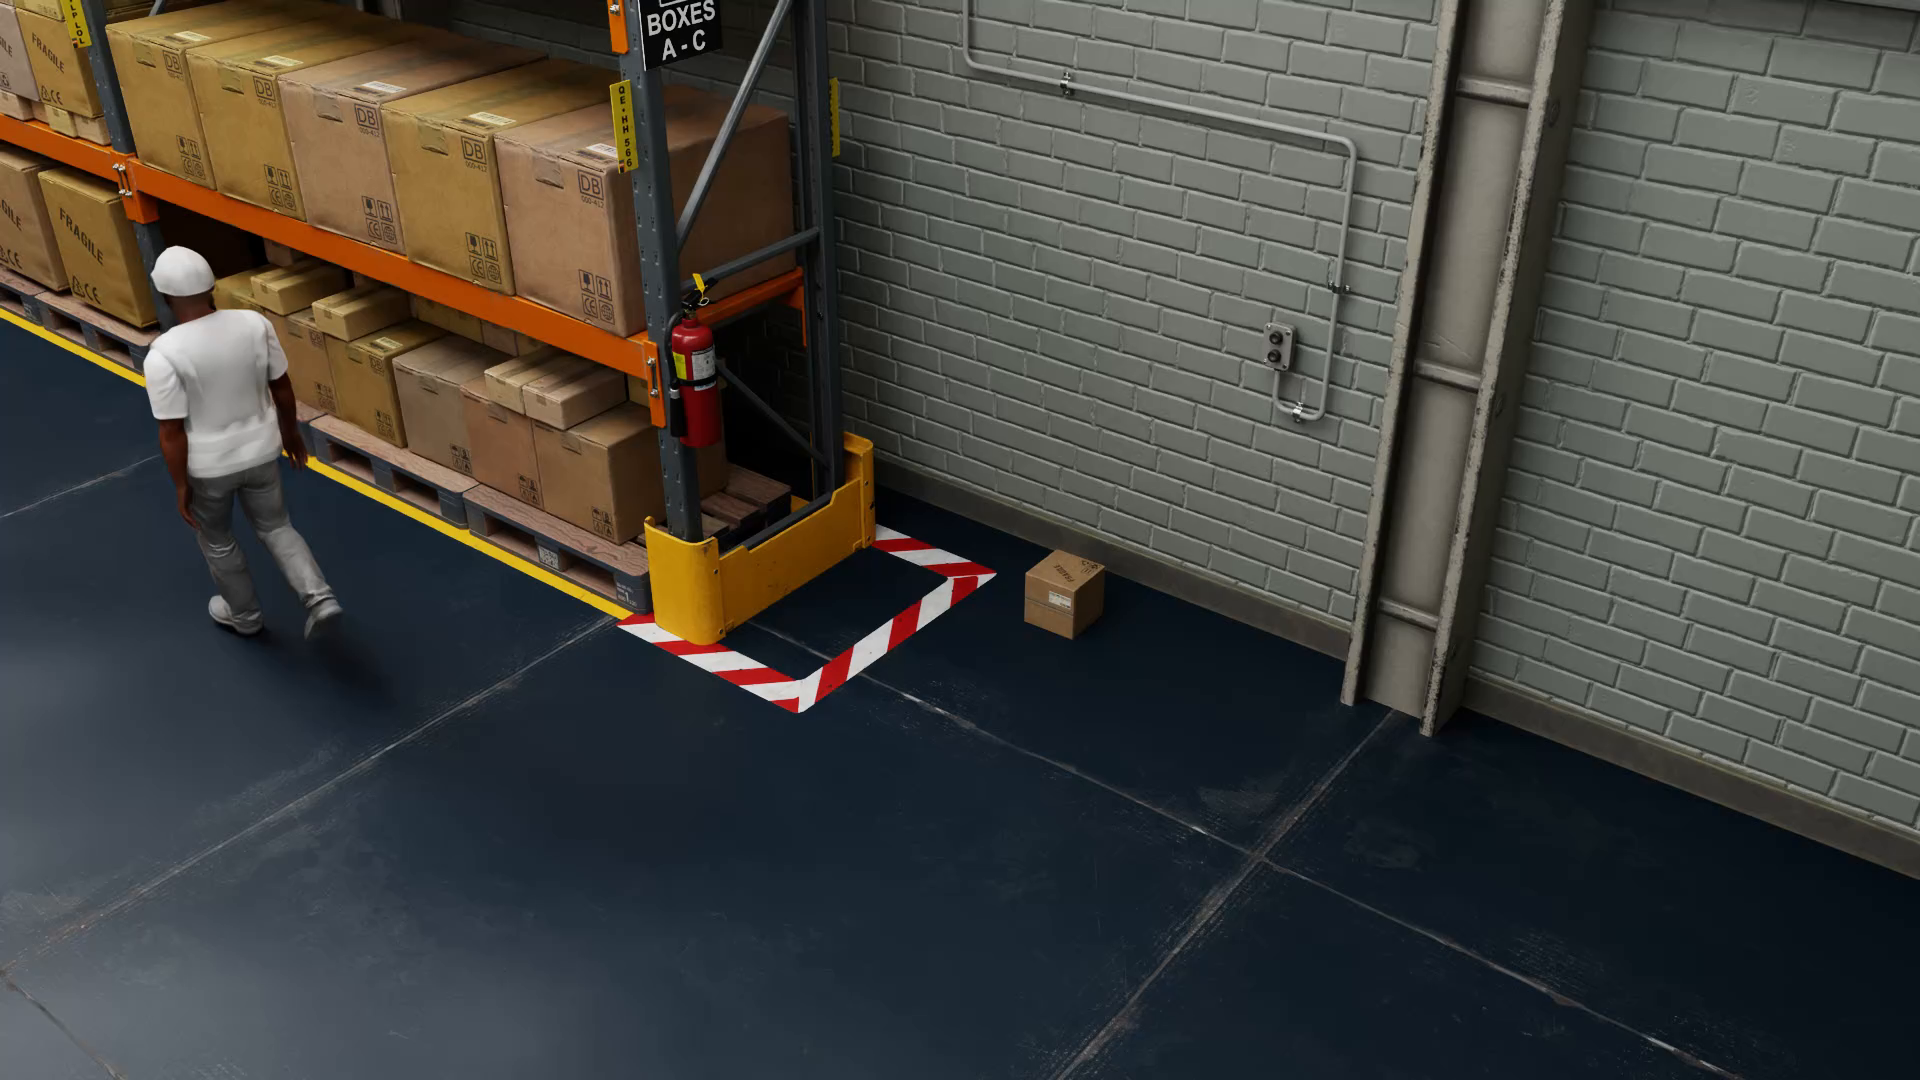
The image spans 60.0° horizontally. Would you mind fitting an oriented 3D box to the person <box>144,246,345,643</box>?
[{"bbox_3d":[-2.879,-0.334,6.658,0.842,1.741,0.596,24,38,35],"label":"person"}]
